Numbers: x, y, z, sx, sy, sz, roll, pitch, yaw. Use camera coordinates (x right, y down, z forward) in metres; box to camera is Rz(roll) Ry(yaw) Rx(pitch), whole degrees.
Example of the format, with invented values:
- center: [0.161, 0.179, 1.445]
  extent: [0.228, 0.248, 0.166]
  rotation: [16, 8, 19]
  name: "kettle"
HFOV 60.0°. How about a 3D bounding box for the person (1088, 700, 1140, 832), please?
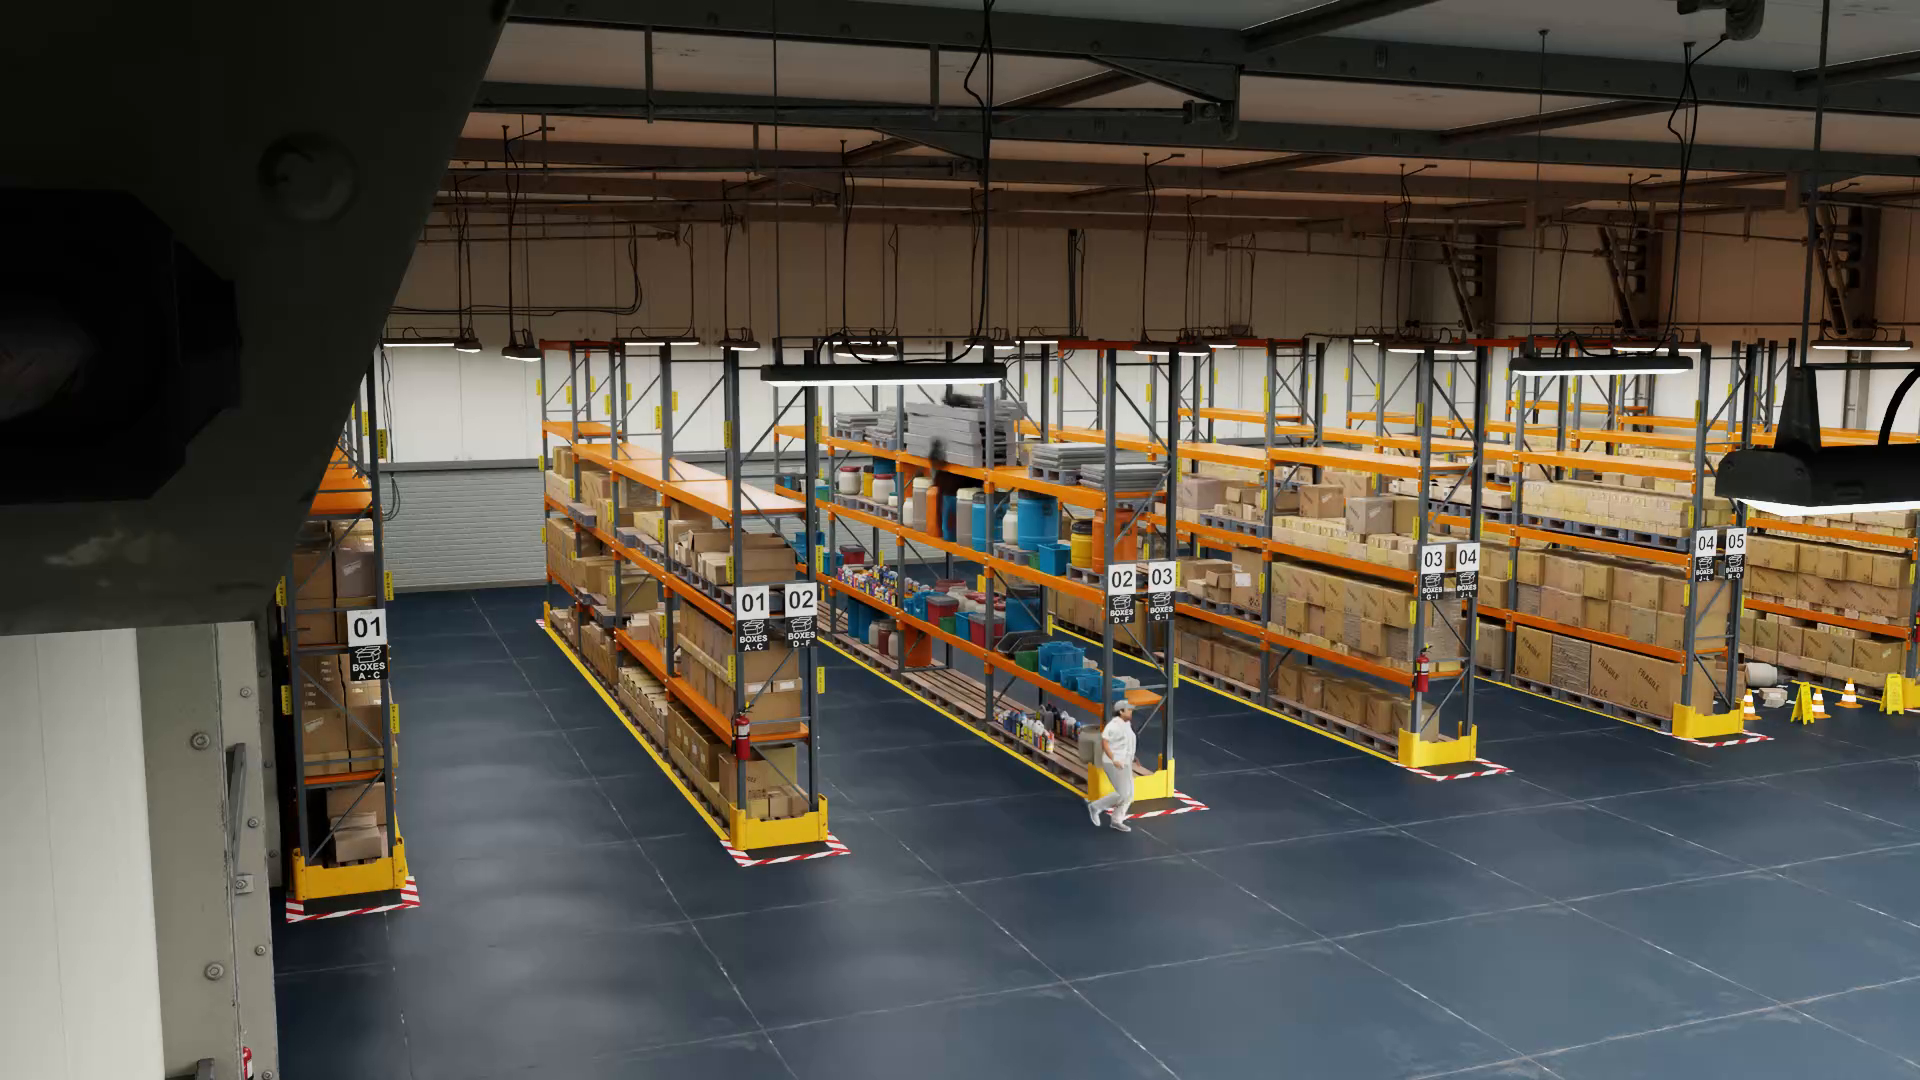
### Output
- center: [1.964, 2.819, 20.980]
  extent: [0.546, 1.614, 0.688]
  rotation: [3, 8, 24]
  name: "person"
